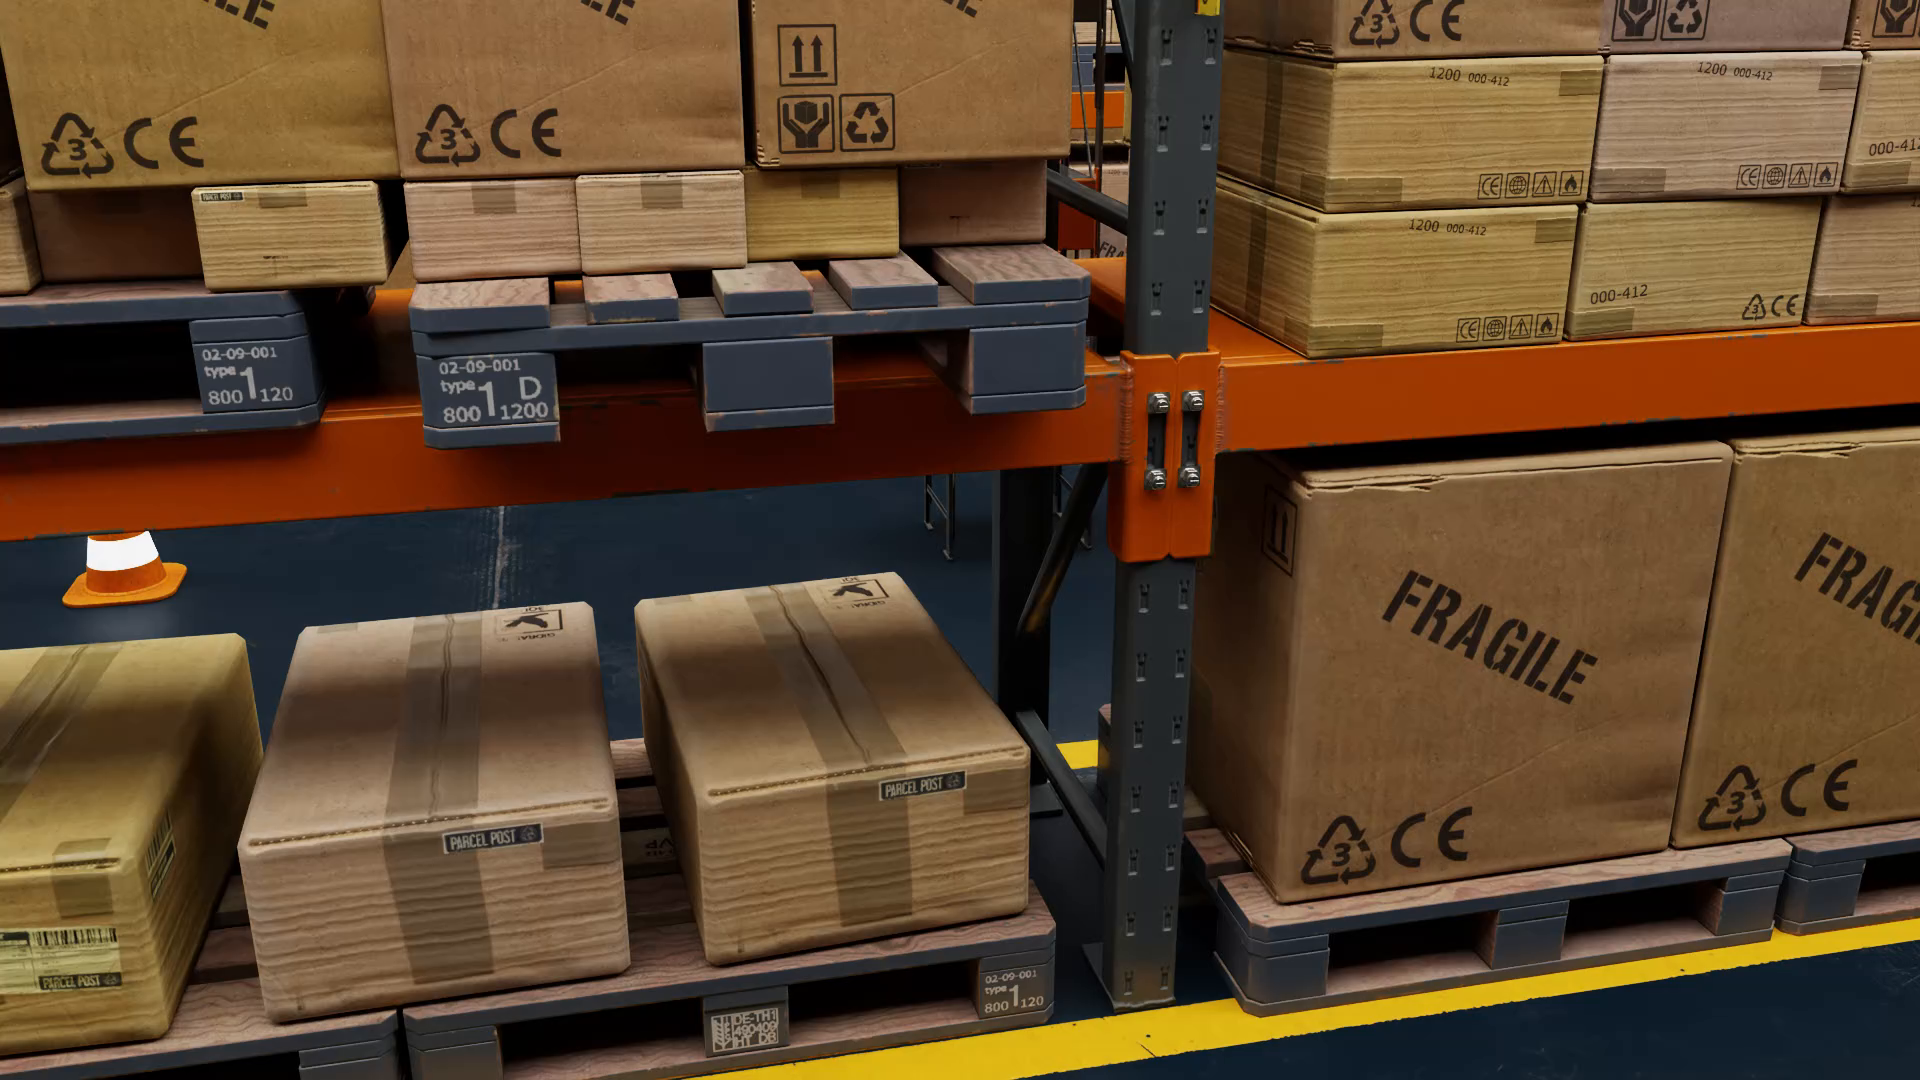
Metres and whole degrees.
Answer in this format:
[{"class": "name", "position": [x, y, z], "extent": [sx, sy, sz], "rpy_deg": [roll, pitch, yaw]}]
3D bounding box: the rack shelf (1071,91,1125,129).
[{"class": "rack shelf", "position": [0.959, -2.118, 8.281], "extent": [4.000, 0.370, 1.077], "rpy_deg": [-5, 21, -12]}]

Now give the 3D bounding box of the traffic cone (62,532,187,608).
[{"class": "traffic cone", "position": [-2.706, -0.065, 5.319], "extent": [0.334, 0.463, 0.336], "rpy_deg": [-5, 21, -12]}]

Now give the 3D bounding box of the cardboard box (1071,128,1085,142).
[{"class": "cardboard box", "position": [0.375, -3.353, 13.086], "extent": [0.875, 0.875, 1.225], "rpy_deg": [-5, 21, -14]}]

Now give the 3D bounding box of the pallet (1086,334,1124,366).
[{"class": "pallet", "position": [0.959, -1.145, 8.632], "extent": [1.213, 0.211, 1.003], "rpy_deg": [-5, 21, -12]}]

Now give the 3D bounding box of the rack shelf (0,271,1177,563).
[{"class": "rack shelf", "position": [-1.696, -0.152, 2.915], "extent": [4.000, 0.370, 1.077], "rpy_deg": [-5, 21, -12]}]

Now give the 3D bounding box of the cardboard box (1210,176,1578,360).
[{"class": "cardboard box", "position": [0.784, -0.532, 3.125], "extent": [0.500, 0.250, 0.500], "rpy_deg": [-5, 21, -13]}]

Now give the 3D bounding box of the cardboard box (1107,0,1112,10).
[{"class": "cardboard box", "position": [0.540, -2.571, 7.794], "extent": [0.250, 0.149, 0.380], "rpy_deg": [-5, 21, -12]}]

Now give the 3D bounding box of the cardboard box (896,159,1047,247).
[{"class": "cardboard box", "position": [-0.015, -0.623, 2.908], "extent": [0.250, 0.149, 0.380], "rpy_deg": [-4, 20, -10]}]

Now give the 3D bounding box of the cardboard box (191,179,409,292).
[{"class": "cardboard box", "position": [-1.005, -0.499, 2.570], "extent": [0.250, 0.149, 0.380], "rpy_deg": [-4, 21, -12]}]

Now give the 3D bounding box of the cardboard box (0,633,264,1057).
[{"class": "cardboard box", "position": [-1.758, 0.549, 3.165], "extent": [0.625, 0.372, 0.950], "rpy_deg": [-4, 20, -11]}]

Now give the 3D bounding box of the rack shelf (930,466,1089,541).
[{"class": "rack shelf", "position": [0.161, -0.329, 5.735], "extent": [0.480, 0.518, 0.431], "rpy_deg": [-5, 21, -12]}]

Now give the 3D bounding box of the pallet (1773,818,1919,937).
[{"class": "pallet", "position": [2.220, 0.529, 4.065], "extent": [1.213, 0.211, 1.003], "rpy_deg": [-5, 21, -12]}]

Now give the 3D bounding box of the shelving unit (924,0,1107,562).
[{"class": "shelving unit", "position": [0.161, -0.999, 5.489], "extent": [0.503, 2.100, 0.431], "rpy_deg": [-5, 21, -12]}]

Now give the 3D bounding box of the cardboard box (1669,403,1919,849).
[{"class": "cardboard box", "position": [1.810, 0.056, 3.779], "extent": [0.875, 0.875, 0.875], "rpy_deg": [-4, 21, -12]}]

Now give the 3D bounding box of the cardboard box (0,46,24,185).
[{"class": "cardboard box", "position": [-1.651, -0.775, 2.381], "extent": [0.500, 0.500, 0.500], "rpy_deg": [-6, 21, -15]}]

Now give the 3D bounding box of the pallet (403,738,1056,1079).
[{"class": "pallet", "position": [-0.511, 0.722, 3.535], "extent": [1.213, 0.211, 1.003], "rpy_deg": [-5, 21, -12]}]

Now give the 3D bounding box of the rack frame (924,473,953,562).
[{"class": "rack frame", "position": [-0.076, -0.980, 5.436], "extent": [0.015, 2.100, 0.400], "rpy_deg": [-5, 21, -12]}]

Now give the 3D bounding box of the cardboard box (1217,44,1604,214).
[{"class": "cardboard box", "position": [0.800, -0.770, 3.047], "extent": [0.500, 0.250, 0.500], "rpy_deg": [-5, 21, -13]}]

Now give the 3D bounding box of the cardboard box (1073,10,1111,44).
[{"class": "cardboard box", "position": [0.539, -2.431, 7.844], "extent": [0.250, 0.149, 0.380], "rpy_deg": [-4, 20, -11]}]

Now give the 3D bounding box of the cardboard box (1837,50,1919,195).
[{"class": "cardboard box", "position": [1.791, -0.846, 3.254], "extent": [0.500, 0.250, 0.500], "rpy_deg": [-5, 21, -13]}]

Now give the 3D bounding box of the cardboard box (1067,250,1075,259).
[{"class": "cardboard box", "position": [0.248, -1.332, 8.114], "extent": [0.500, 0.500, 0.500], "rpy_deg": [-4, 21, -12]}]

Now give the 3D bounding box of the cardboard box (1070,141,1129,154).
[{"class": "cardboard box", "position": [0.605, -1.893, 8.555], "extent": [0.500, 0.250, 0.500], "rpy_deg": [-4, 21, -11]}]

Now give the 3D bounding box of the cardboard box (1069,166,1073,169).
[{"class": "cardboard box", "position": [0.233, -1.686, 7.991], "extent": [0.500, 0.250, 0.500], "rpy_deg": [-5, 21, -13]}]

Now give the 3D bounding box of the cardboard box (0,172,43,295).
[{"class": "cardboard box", "position": [-1.504, -0.474, 2.501], "extent": [0.250, 0.149, 0.380], "rpy_deg": [-5, 21, -14]}]

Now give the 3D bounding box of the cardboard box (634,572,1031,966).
[{"class": "cardboard box", "position": [-0.302, 0.430, 3.490], "extent": [0.625, 0.372, 0.950], "rpy_deg": [-6, 21, -16]}]

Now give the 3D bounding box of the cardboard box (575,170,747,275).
[{"class": "cardboard box", "position": [-0.494, -0.542, 2.689], "extent": [0.250, 0.149, 0.380], "rpy_deg": [-5, 21, -13]}]

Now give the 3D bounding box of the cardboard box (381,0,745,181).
[{"class": "cardboard box", "position": [-0.629, -0.858, 2.609], "extent": [0.500, 0.500, 0.500], "rpy_deg": [-5, 21, -13]}]

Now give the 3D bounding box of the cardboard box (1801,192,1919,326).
[{"class": "cardboard box", "position": [1.792, -0.618, 3.360], "extent": [0.500, 0.250, 0.500], "rpy_deg": [-4, 20, -11]}]

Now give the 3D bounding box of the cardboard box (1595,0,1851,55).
[{"class": "cardboard box", "position": [1.267, -1.164, 3.033], "extent": [0.500, 0.500, 0.500], "rpy_deg": [-5, 21, -12]}]

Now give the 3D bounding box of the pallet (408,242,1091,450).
[{"class": "pallet", "position": [-0.419, -0.466, 3.005], "extent": [1.003, 0.211, 1.213], "rpy_deg": [-5, 21, -12]}]

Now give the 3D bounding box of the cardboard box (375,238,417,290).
[{"class": "cardboard box", "position": [-2.451, -1.350, 7.798], "extent": [0.750, 0.750, 1.050], "rpy_deg": [-4, 21, -12]}]
